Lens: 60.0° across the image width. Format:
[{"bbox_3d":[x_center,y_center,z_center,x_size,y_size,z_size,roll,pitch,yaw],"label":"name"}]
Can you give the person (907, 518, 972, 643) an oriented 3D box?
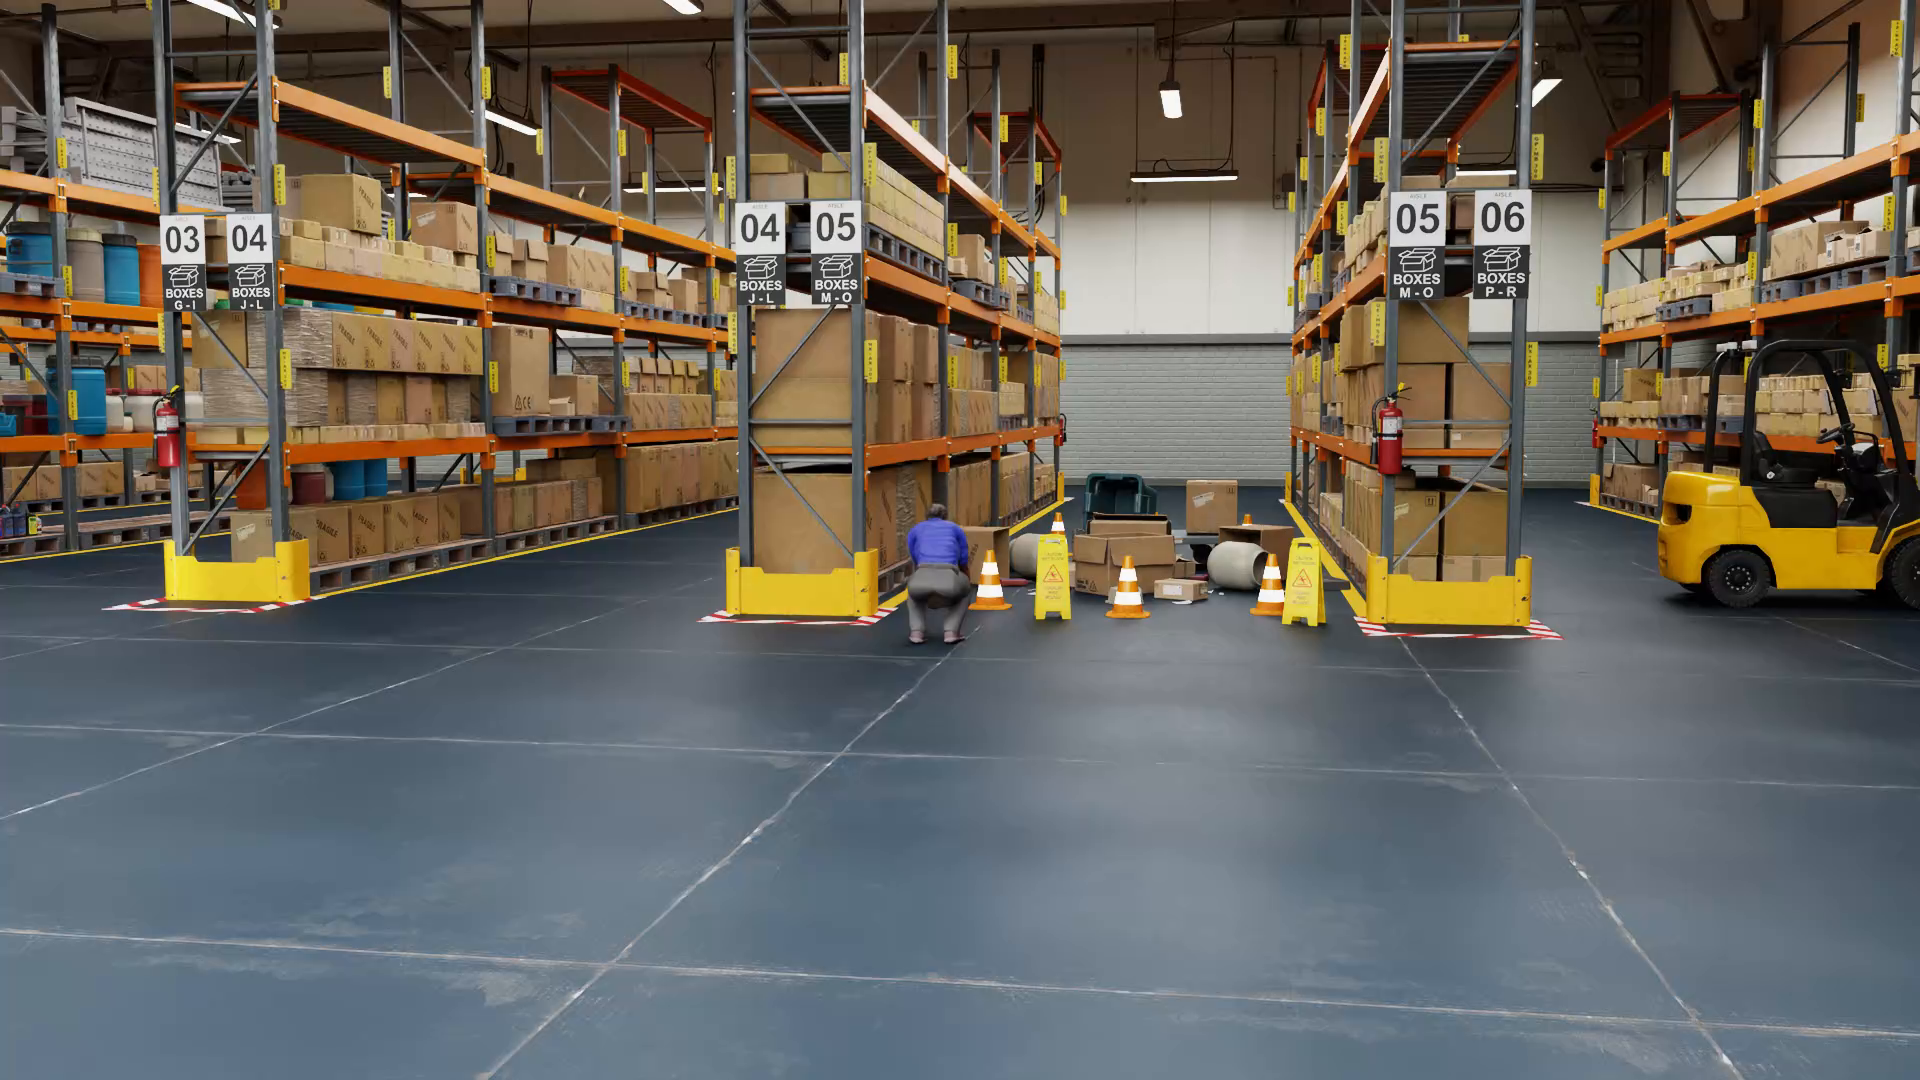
[{"bbox_3d":[-0.164,0.286,11.494,0.455,0.855,0.618,1,5,7],"label":"person"}]
